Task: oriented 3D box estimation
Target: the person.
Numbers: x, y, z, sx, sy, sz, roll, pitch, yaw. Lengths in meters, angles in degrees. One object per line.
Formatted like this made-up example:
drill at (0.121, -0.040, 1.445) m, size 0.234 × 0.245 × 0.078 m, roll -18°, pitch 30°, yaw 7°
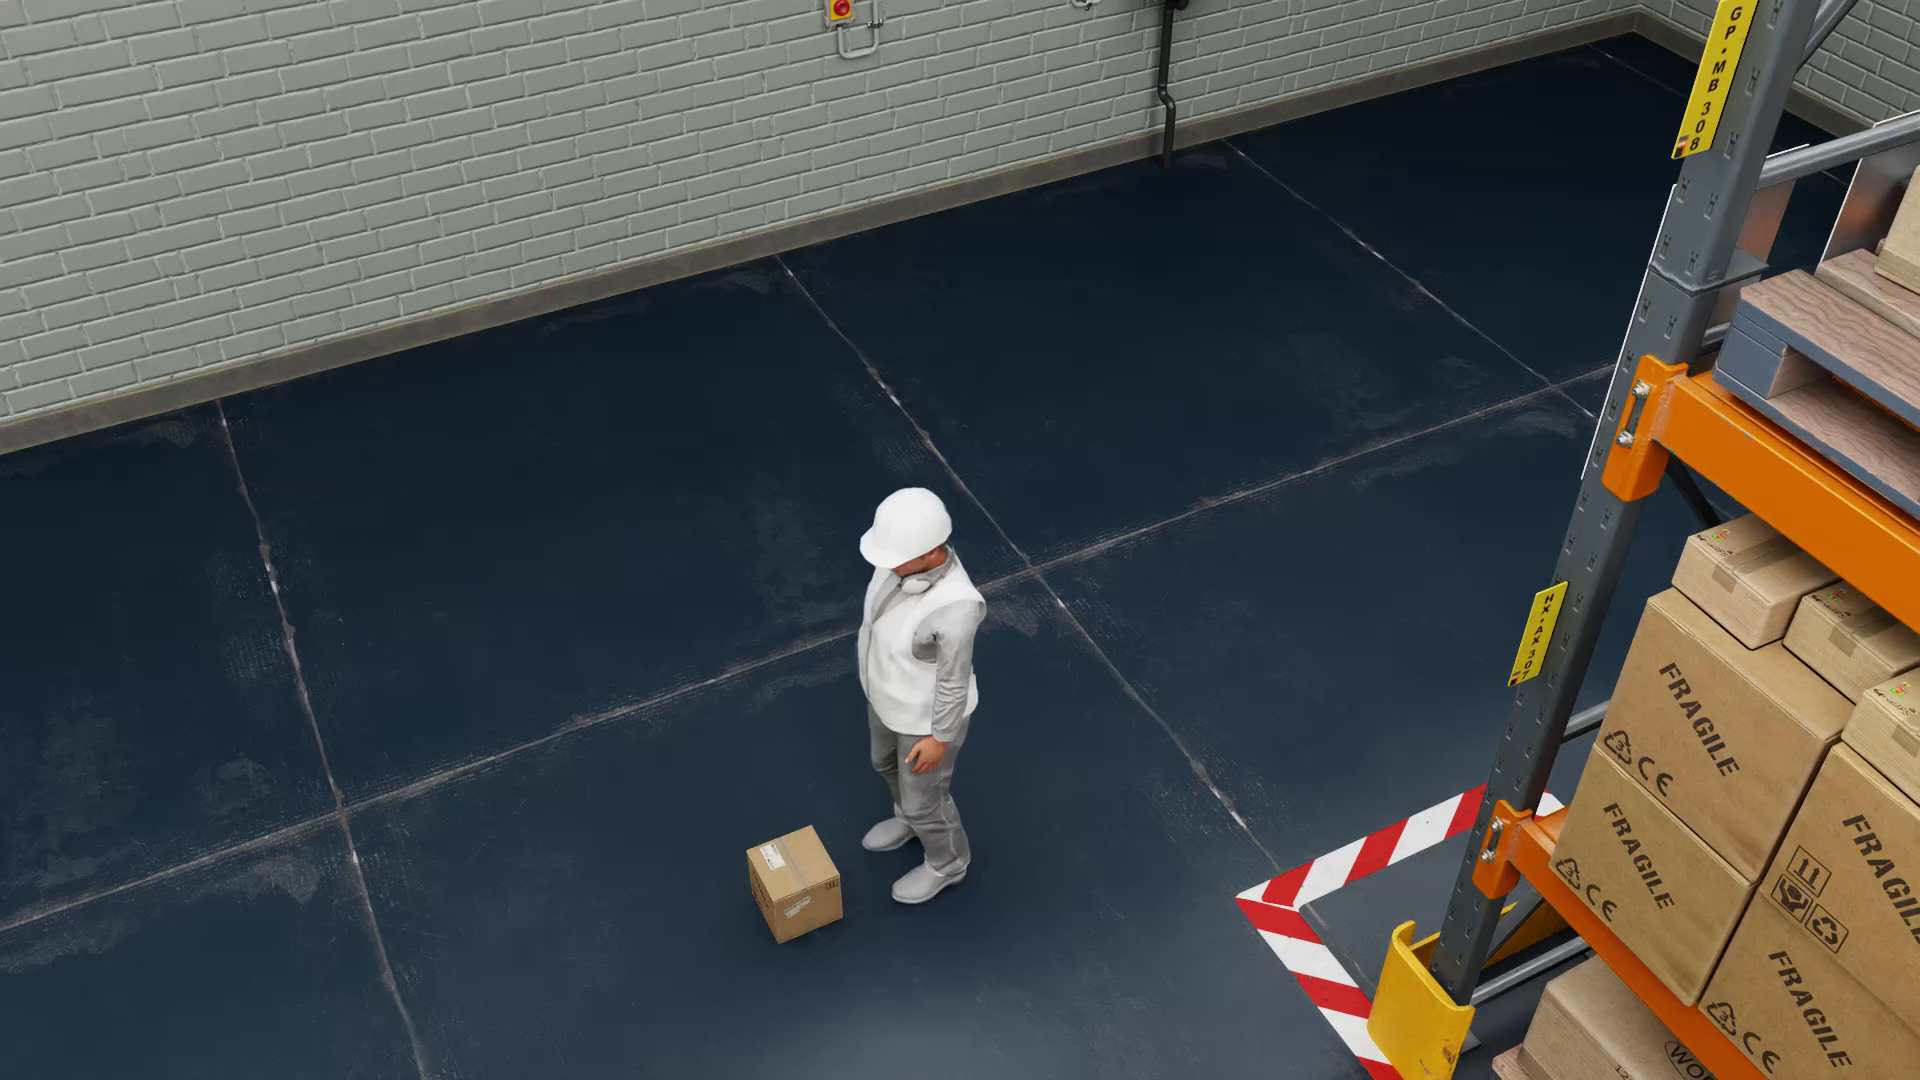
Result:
person at (-0.135, 0.524, 5.548) m, size 0.356 × 1.768 × 0.534 m, roll -18°, pitch 44°, yaw -20°
